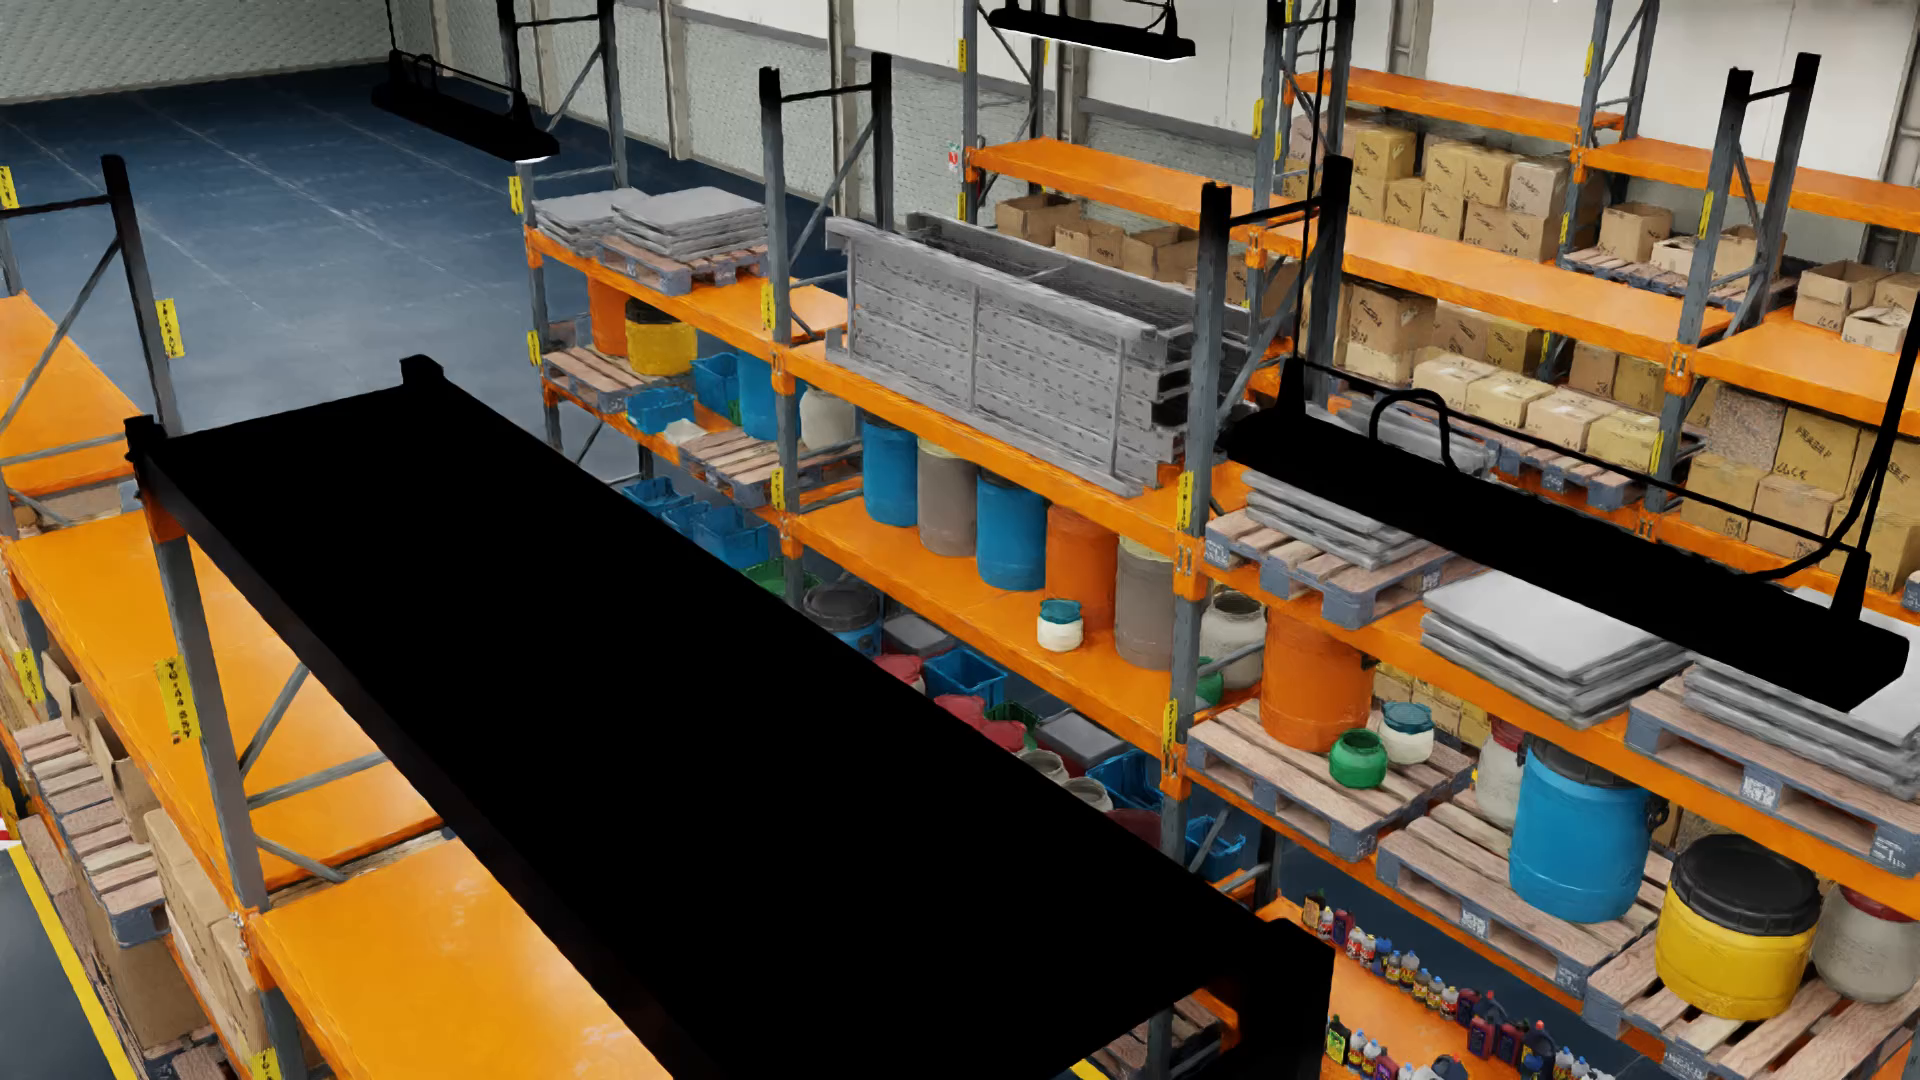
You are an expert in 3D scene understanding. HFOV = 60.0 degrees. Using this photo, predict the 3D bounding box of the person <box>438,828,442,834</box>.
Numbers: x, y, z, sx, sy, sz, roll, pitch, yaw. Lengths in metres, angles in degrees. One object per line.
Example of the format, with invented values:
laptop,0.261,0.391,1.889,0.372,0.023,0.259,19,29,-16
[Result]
person,-4.049,1.878,12.509,0.502,1.625,0.997,-20,32,-35
